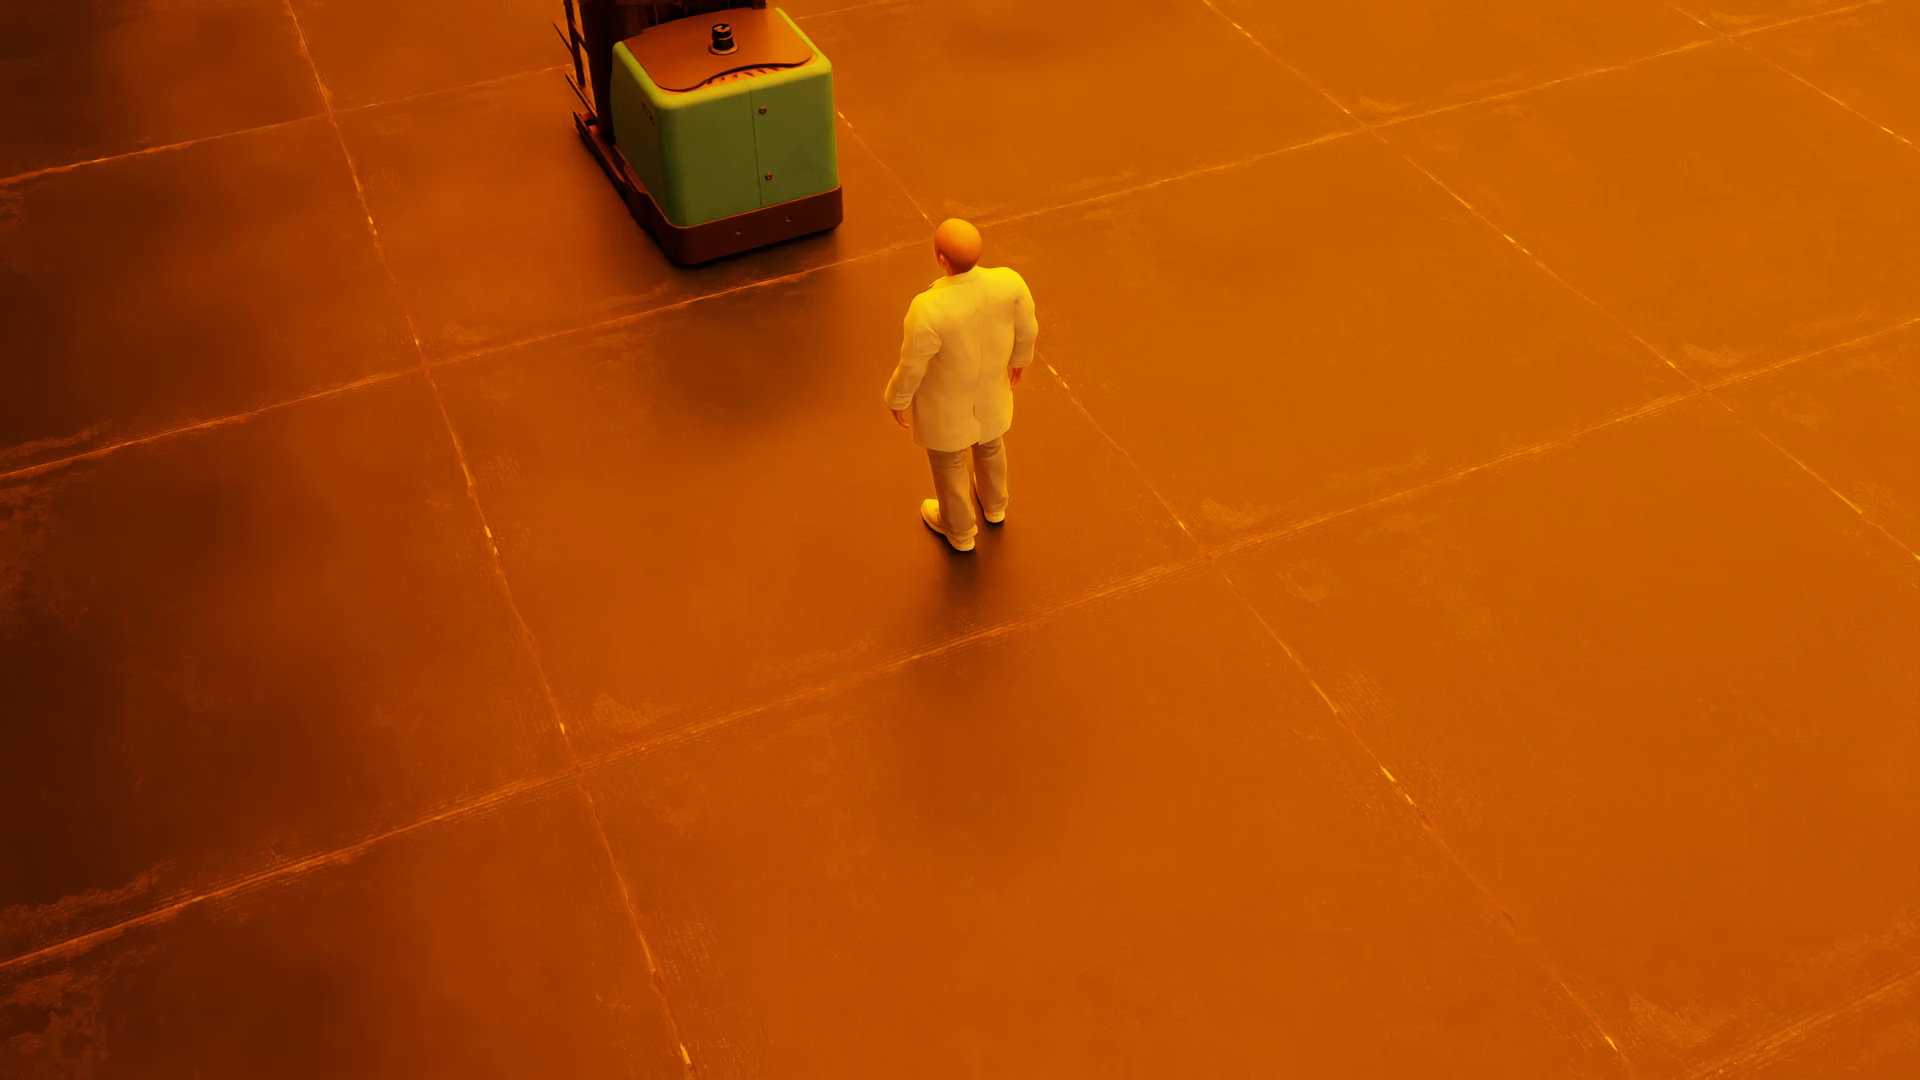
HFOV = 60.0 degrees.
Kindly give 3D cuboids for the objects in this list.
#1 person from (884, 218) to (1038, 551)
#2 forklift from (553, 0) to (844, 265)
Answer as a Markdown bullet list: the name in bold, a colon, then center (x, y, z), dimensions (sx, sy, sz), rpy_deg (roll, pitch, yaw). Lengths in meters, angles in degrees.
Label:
- **person**: center (-0.034, -0.712, 7.278), dimensions (0.696, 1.776, 0.581), rpy_deg (-18, 46, -18)
- **forklift**: center (-1.790, -3.633, 9.573), dimensions (1.130, 2.935, 3.031), rpy_deg (-19, 46, -19)
